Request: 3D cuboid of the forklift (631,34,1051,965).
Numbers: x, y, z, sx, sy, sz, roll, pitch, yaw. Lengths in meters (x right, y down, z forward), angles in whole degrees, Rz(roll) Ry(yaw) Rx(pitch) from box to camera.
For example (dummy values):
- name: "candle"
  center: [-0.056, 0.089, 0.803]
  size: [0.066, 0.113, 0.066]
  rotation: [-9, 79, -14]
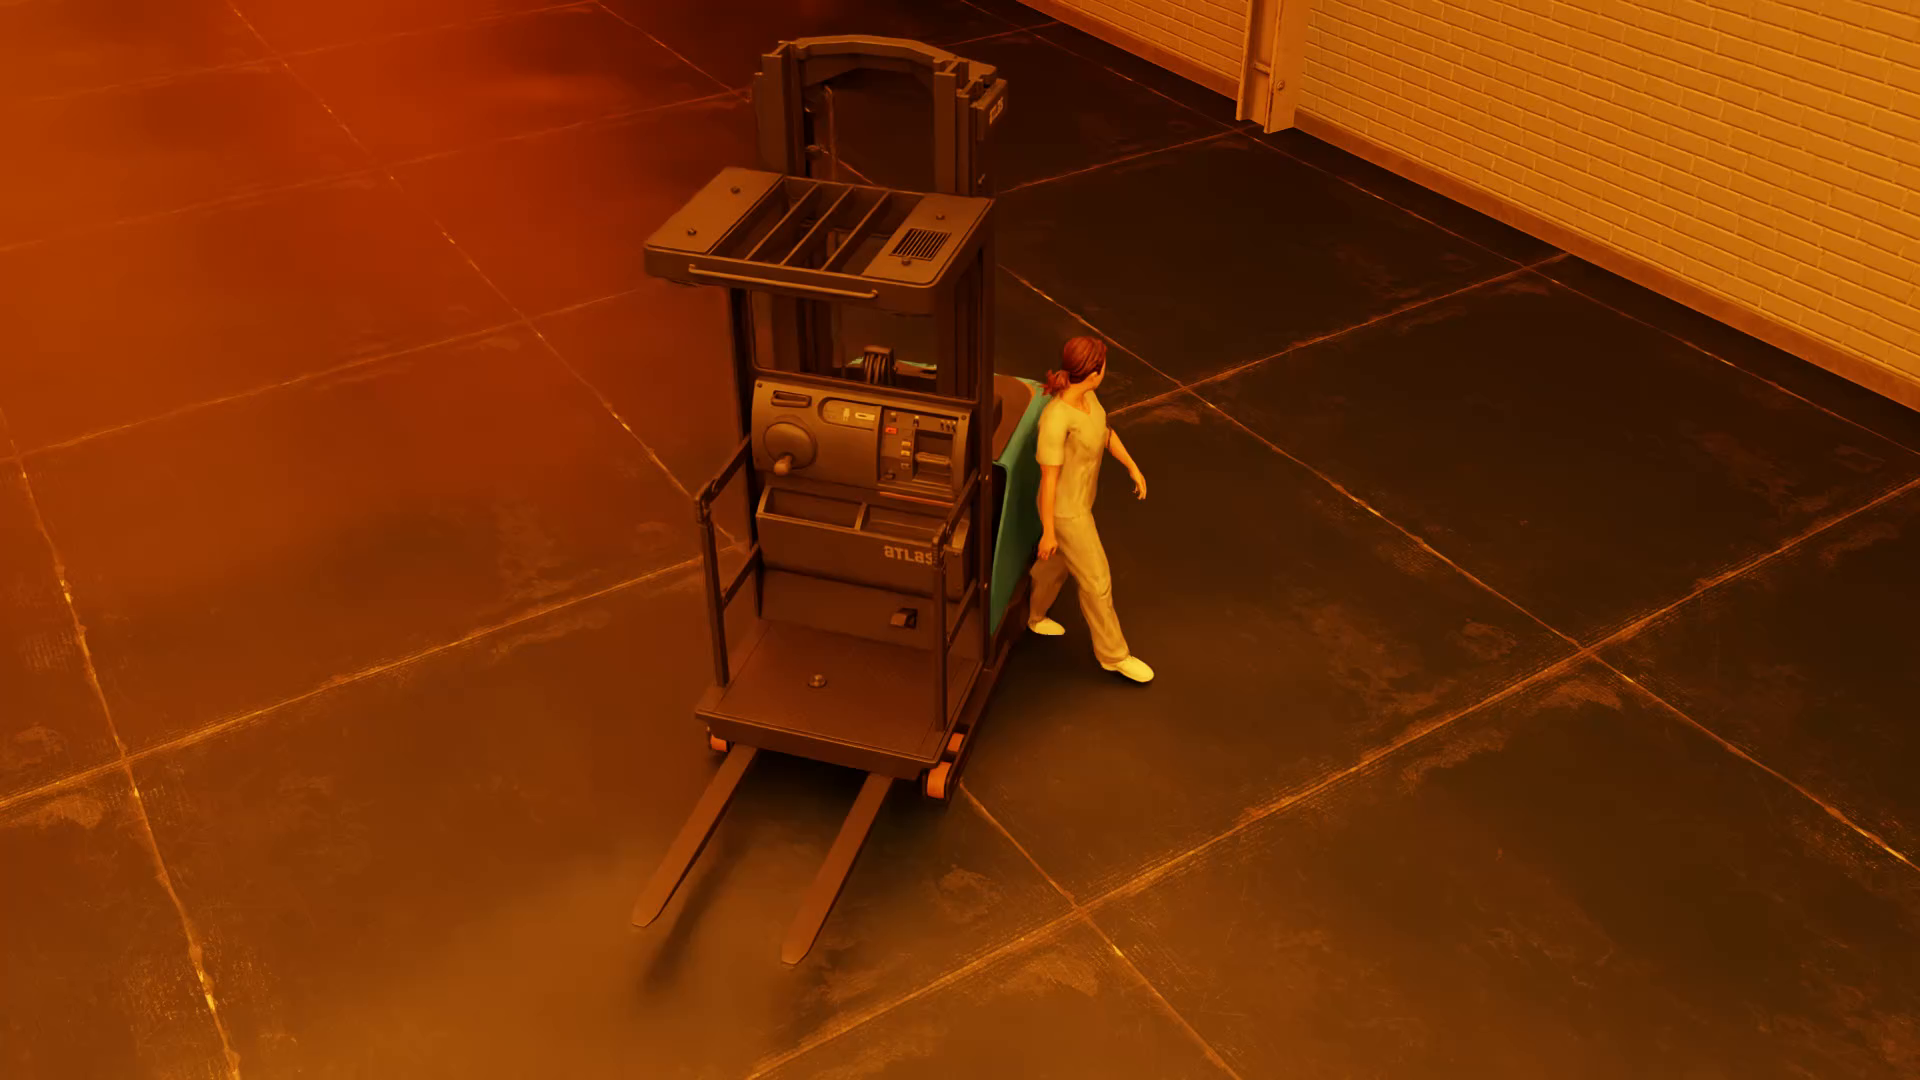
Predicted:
- name: "forklift"
  center: [-0.474, -0.348, 6.643]
  size: [1.130, 2.935, 3.031]
  rotation: [10, 36, 14]

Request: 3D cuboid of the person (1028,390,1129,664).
- name: "person"
  center: [0.520, -0.096, 7.590]
  size: [0.647, 1.340, 0.517]
  rotation: [9, 36, 13]
